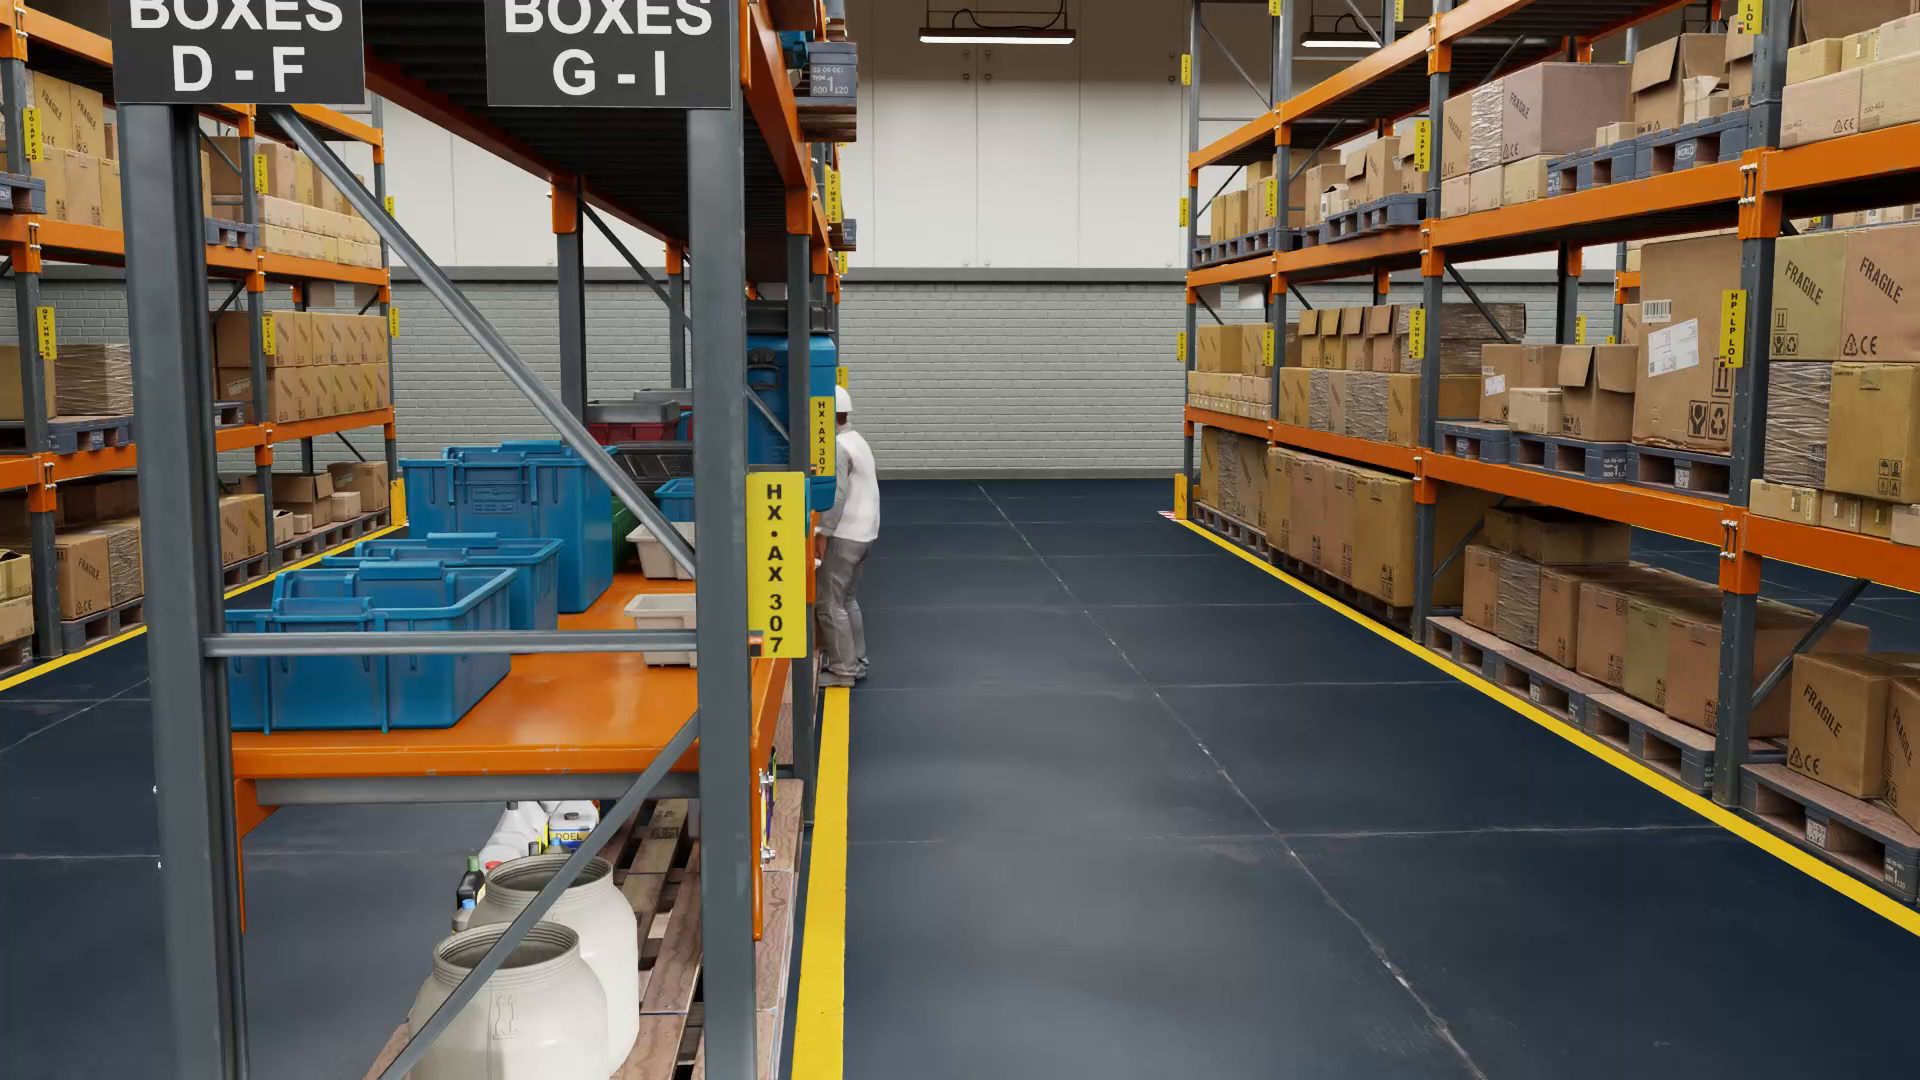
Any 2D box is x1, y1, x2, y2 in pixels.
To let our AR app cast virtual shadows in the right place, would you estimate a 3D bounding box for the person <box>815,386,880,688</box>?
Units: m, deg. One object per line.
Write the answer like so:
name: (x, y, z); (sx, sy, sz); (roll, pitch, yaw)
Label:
person: (-0.702, -0.028, 9.852); (0.447, 1.773, 0.566); (1, 7, 12)
